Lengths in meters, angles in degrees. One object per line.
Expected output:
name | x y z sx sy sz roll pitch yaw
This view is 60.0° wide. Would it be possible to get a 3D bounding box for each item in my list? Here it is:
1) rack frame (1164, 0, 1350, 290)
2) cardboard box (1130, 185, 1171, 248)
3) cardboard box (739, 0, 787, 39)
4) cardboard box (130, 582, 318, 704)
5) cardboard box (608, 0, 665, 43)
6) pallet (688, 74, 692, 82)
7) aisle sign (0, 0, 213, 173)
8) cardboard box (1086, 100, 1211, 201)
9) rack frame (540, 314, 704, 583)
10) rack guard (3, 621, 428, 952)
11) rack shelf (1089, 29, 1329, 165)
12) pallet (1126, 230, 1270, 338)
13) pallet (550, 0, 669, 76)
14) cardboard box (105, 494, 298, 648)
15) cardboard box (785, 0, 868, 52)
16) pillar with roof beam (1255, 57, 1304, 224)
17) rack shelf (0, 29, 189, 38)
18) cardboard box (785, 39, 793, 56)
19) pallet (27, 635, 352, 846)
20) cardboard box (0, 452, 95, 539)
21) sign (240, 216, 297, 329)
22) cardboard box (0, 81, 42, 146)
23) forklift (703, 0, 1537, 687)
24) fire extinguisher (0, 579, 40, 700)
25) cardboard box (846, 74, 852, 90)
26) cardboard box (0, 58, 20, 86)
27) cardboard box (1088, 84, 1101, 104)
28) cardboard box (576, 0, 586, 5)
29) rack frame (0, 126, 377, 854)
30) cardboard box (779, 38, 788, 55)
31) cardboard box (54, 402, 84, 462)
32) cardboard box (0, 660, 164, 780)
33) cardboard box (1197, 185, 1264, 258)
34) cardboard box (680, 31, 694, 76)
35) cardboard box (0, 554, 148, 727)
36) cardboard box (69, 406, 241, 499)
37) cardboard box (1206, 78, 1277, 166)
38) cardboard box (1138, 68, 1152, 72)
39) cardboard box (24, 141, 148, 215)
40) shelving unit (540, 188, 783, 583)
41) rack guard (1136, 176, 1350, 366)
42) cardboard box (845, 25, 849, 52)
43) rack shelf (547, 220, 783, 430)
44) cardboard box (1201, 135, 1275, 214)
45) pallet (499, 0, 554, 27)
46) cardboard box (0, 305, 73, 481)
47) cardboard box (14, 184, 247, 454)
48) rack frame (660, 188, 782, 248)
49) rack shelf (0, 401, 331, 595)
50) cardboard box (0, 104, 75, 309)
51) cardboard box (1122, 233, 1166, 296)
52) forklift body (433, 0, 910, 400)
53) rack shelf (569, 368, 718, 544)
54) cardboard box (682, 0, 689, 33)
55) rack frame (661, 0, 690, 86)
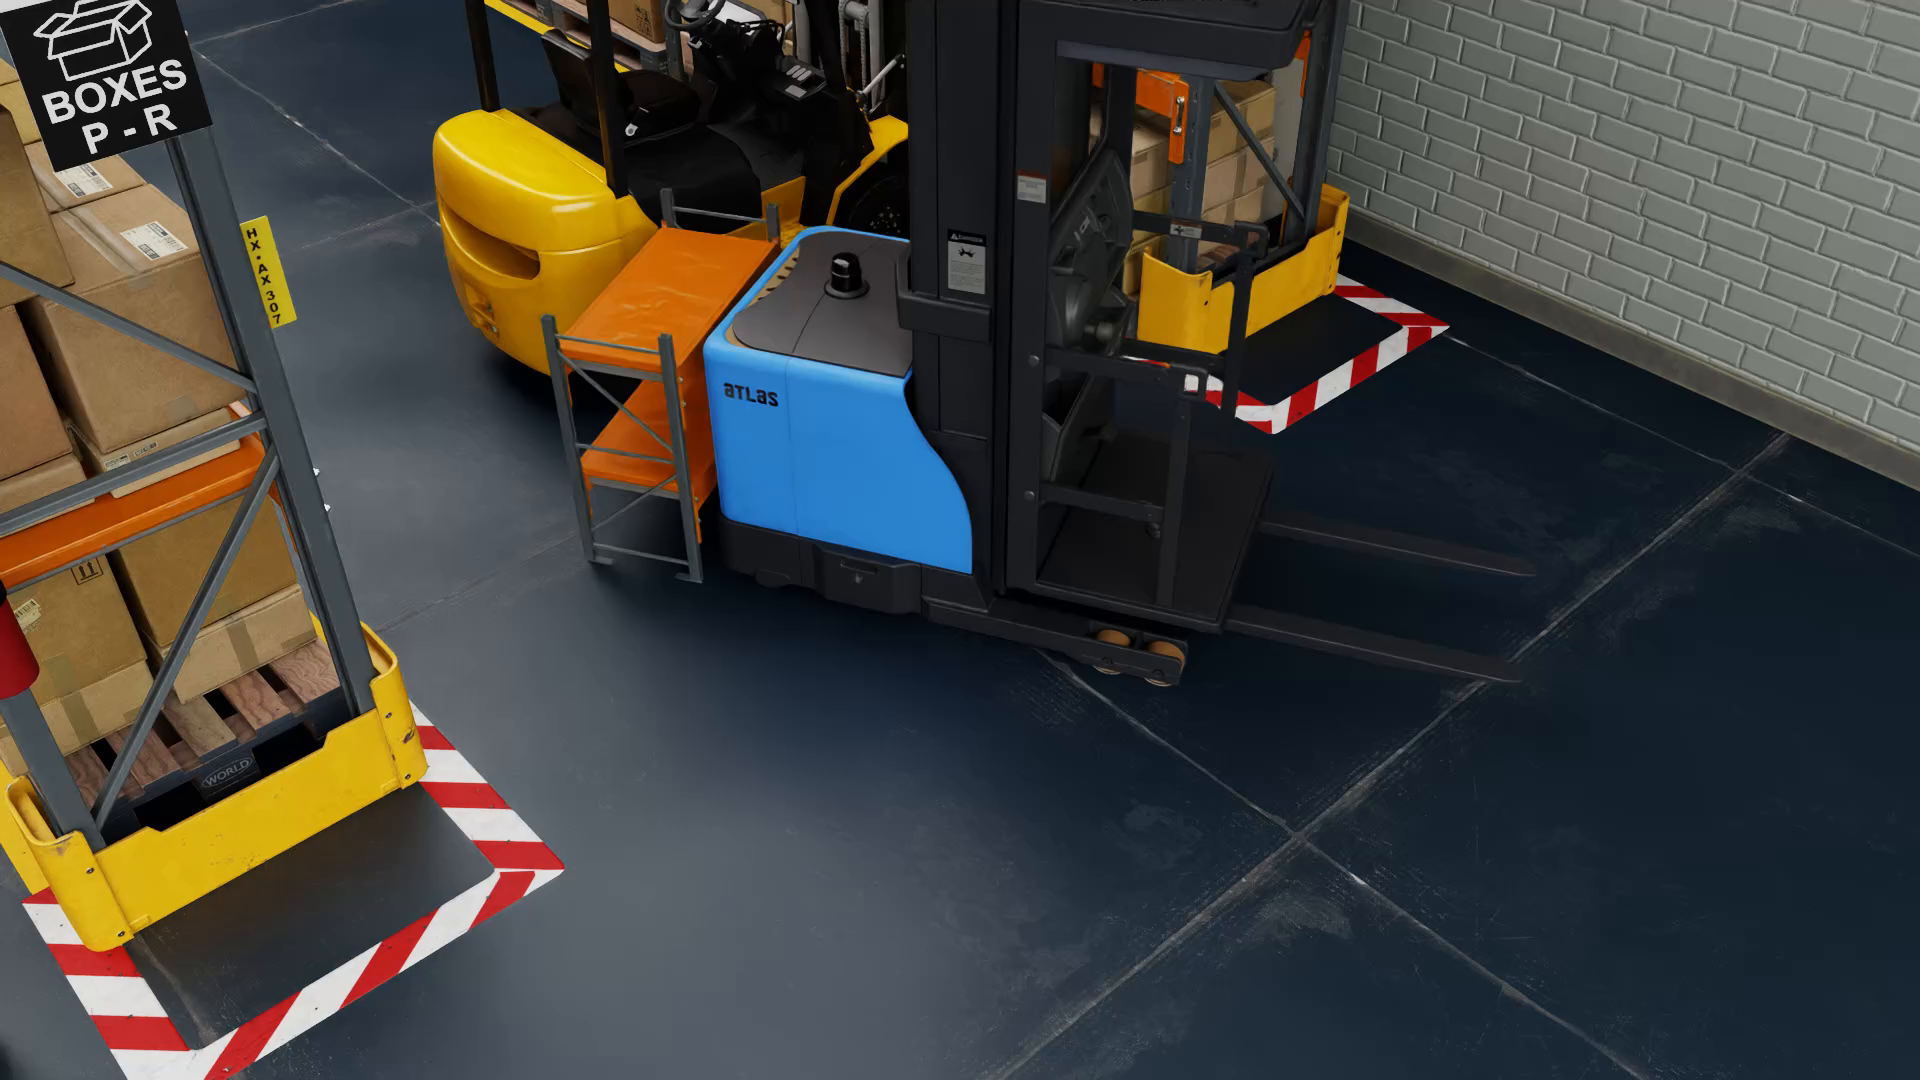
rack frame | 1.340 -2.274 7.178 1.000 3.000 0.127 -30 48 -32
cardboard box | 0.780 -1.655 7.868 0.500 0.250 0.500 -31 48 -32
cardboard box | -0.931 -3.010 9.148 0.500 0.250 0.500 -30 48 -32
cardboard box | -2.656 0.253 5.904 0.500 0.250 0.500 -30 48 -32
cardboard box | -1.727 -3.602 10.378 0.875 0.625 0.625 -28 46 -30
pallet | -0.859 -2.655 9.869 1.003 0.211 1.213 -30 48 -32
aisle sign | -2.044 -1.277 3.875 0.394 0.787 0.004 -30 48 -32
cardboard box | 0.799 -1.837 7.696 0.500 0.250 0.500 -28 47 -30
rack frame | -1.256 -0.322 6.252 0.500 1.125 0.032 10 40 13
rack guard | -2.365 0.774 5.393 1.175 0.500 0.348 -30 48 -32
rack shelf | -0.013 -2.920 8.550 1.077 0.370 4.000 -30 48 -32
pallet | 0.792 -1.525 8.471 1.003 0.211 1.213 -30 48 -32
pallet | -1.893 -3.365 10.748 1.003 0.211 1.213 -30 48 -32
cardboard box | -2.672 -0.050 5.682 0.500 0.500 0.500 -32 49 -33
cardboard box | -0.586 -2.784 8.869 0.500 0.250 0.500 -28 47 -30
pillar with roof beam | -1.638 -3.484 3.901 9.100 9.000 0.400 -30 48 -32
rack shelf | -3.667 -1.976 4.994 1.077 0.370 4.000 -30 48 -32
cardboard box | -0.592 -2.589 9.024 0.500 0.250 0.500 -30 48 -32
pallet | -2.889 0.496 5.968 1.003 0.211 1.213 -30 48 -32
cardboard box | -2.724 -0.147 4.745 0.380 0.149 0.250 -28 47 -30
sign | -1.914 -0.730 4.578 0.100 0.325 0.005 -30 48 -32
cardboard box | -3.128 -1.128 5.443 0.500 0.500 0.500 -31 48 -33
forklift | 0.636 -0.982 5.633 3.031 2.935 1.130 12 41 15
fire extinguisher | -2.576 0.116 4.281 0.296 0.674 0.183 -30 48 -32
cardboard box | -0.251 -2.354 8.734 0.500 0.250 0.500 -30 48 -32
cardboard box | -3.478 -1.360 5.731 0.500 0.500 0.500 -31 48 -33
cardboard box | 0.449 -2.071 7.985 0.500 0.250 0.500 -29 47 -31
cardboard box | -2.246 -3.964 10.826 0.875 0.625 0.625 -30 48 -32
rack frame | -2.314 -0.163 4.564 1.000 3.000 0.127 -30 48 -32
cardboard box | -0.924 -2.826 9.318 0.500 0.250 0.500 -30 48 -32
cardboard box | -2.573 -0.421 5.084 0.380 0.149 0.250 -29 47 -31
cardboard box | -3.075 0.472 5.632 0.500 0.250 0.500 -30 48 -32
cardboard box | 1.152 -1.678 8.295 0.500 0.250 0.500 -30 48 -32
cardboard box | -1.282 -2.854 9.751 0.500 0.250 0.500 -29 47 -31
cardboard box | -3.048 0.192 5.383 0.500 0.500 0.500 -30 47 -31
cardboard box | -2.391 -0.310 4.947 0.380 0.149 0.250 -30 48 -32
cardboard box | 1.154 -2.060 7.971 0.500 0.250 0.500 -31 48 -32
cardboard box | 0.814 -2.429 7.291 0.500 0.500 0.500 -31 48 -33
cardboard box | -2.783 -0.893 5.152 0.500 0.500 0.500 -28 47 -31
shelving unit | -1.110 -0.628 6.631 0.538 1.125 1.048 10 40 13
rack guard | 1.356 -1.290 7.950 1.175 0.500 0.348 -30 48 -32
cardboard box | -0.237 -2.538 8.564 0.500 0.250 0.500 -31 48 -33
rack shelf | -1.111 -0.856 6.447 0.538 0.278 1.000 10 40 13
cardboard box | 1.175 -1.868 8.132 0.500 0.250 0.500 -29 47 -31
pallet | -2.722 -3.930 11.448 1.003 0.211 1.213 -30 48 -32
cardboard box | -2.884 -0.452 4.606 0.500 0.500 0.500 -31 48 -32
cardboard box | -2.430 -0.655 4.857 0.500 0.500 0.500 -31 48 -32
rack frame | -0.965 -0.934 7.010 0.500 1.125 0.032 10 40 13
rack shelf | -3.667 -0.809 5.937 1.077 0.370 4.000 -30 48 -32
cardboard box | -2.820 -0.850 4.303 0.700 0.500 0.500 -31 48 -33
cardboard box | 0.789 -1.451 8.013 0.500 0.250 0.500 -30 47 -31
forklift body | -1.287 -2.046 7.572 2.313 2.155 1.214 -30 48 -32
rack shelf | -1.110 -0.438 6.784 0.538 0.278 1.000 10 40 13
cardboard box | -1.266 -3.058 9.606 0.500 0.250 0.500 -30 48 -32
rack frame | -1.366 -4.125 9.470 1.000 3.000 0.127 -30 48 -32
